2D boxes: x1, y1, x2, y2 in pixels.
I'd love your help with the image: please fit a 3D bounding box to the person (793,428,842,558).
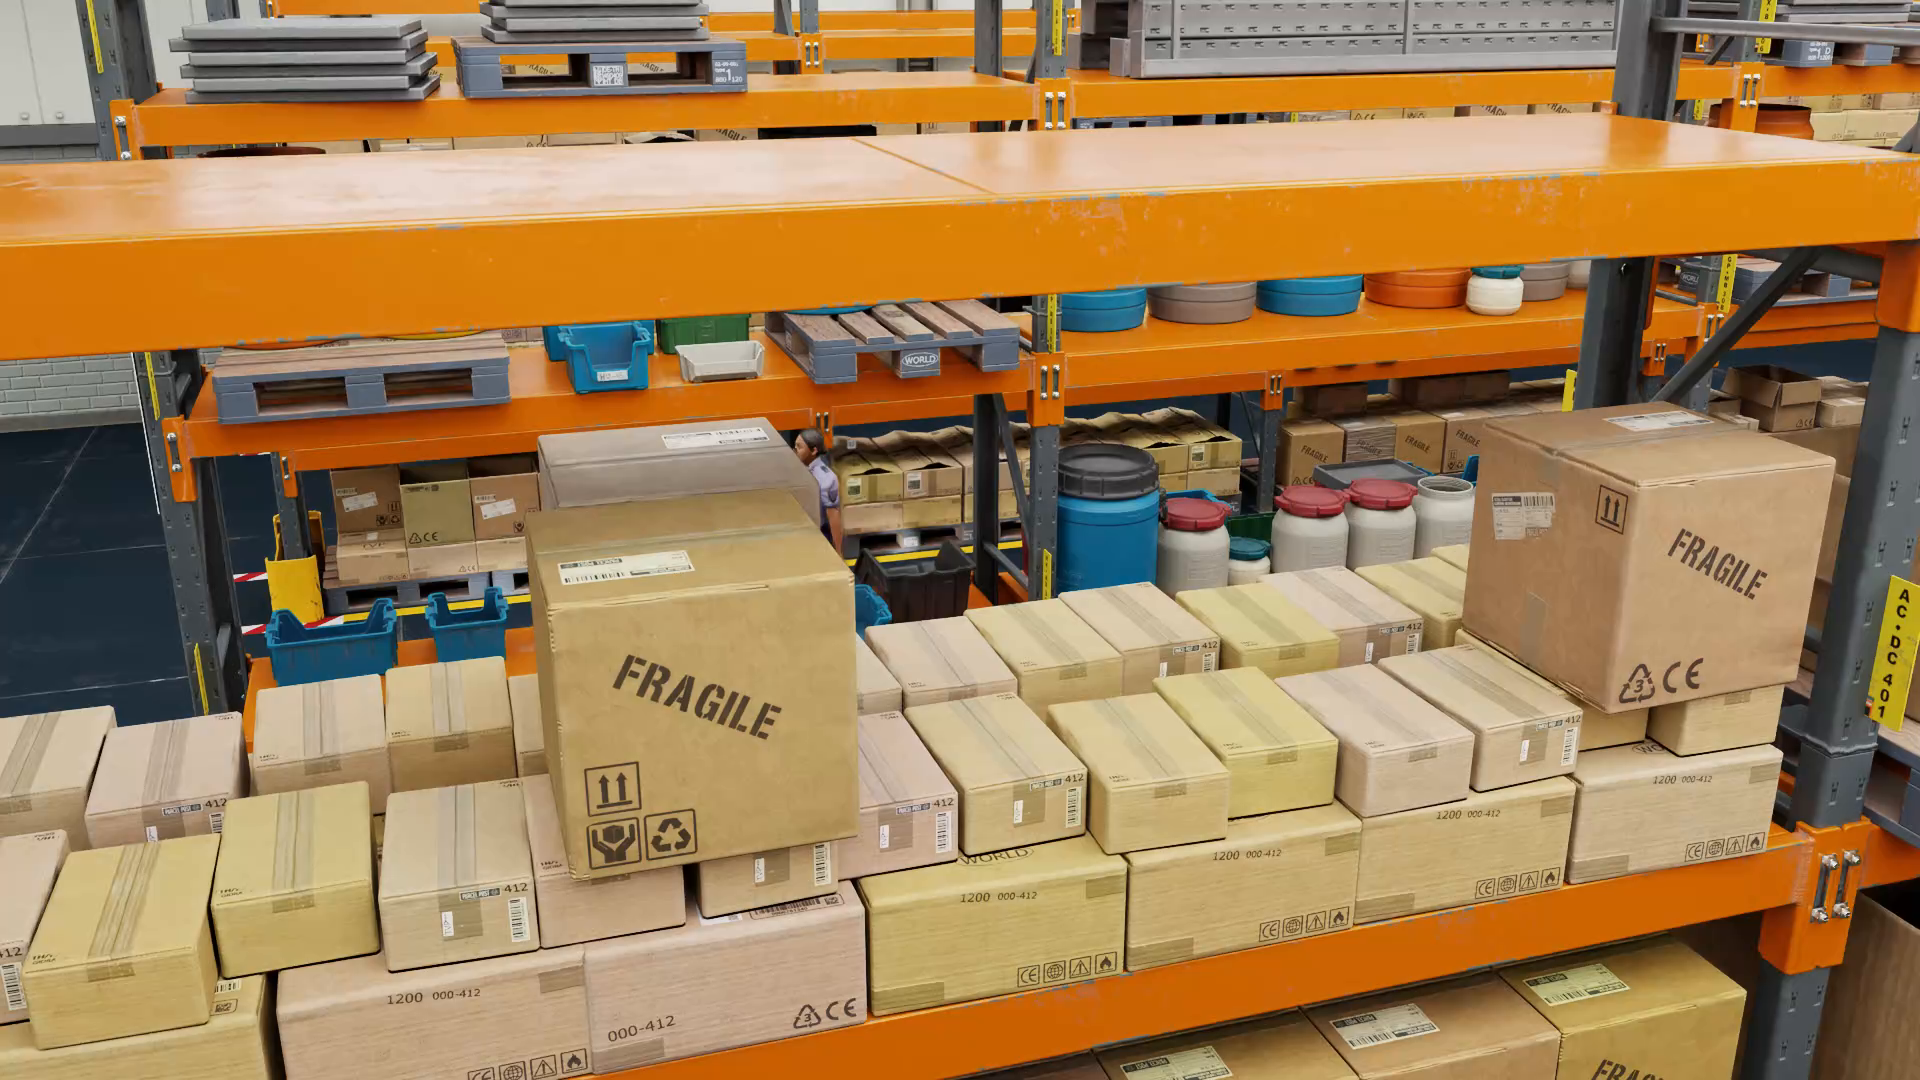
[{"bbox_3d":[-1.055,0.065,11.429,0.526,1.702,0.523,-13,23,-32],"label":"person"}]
